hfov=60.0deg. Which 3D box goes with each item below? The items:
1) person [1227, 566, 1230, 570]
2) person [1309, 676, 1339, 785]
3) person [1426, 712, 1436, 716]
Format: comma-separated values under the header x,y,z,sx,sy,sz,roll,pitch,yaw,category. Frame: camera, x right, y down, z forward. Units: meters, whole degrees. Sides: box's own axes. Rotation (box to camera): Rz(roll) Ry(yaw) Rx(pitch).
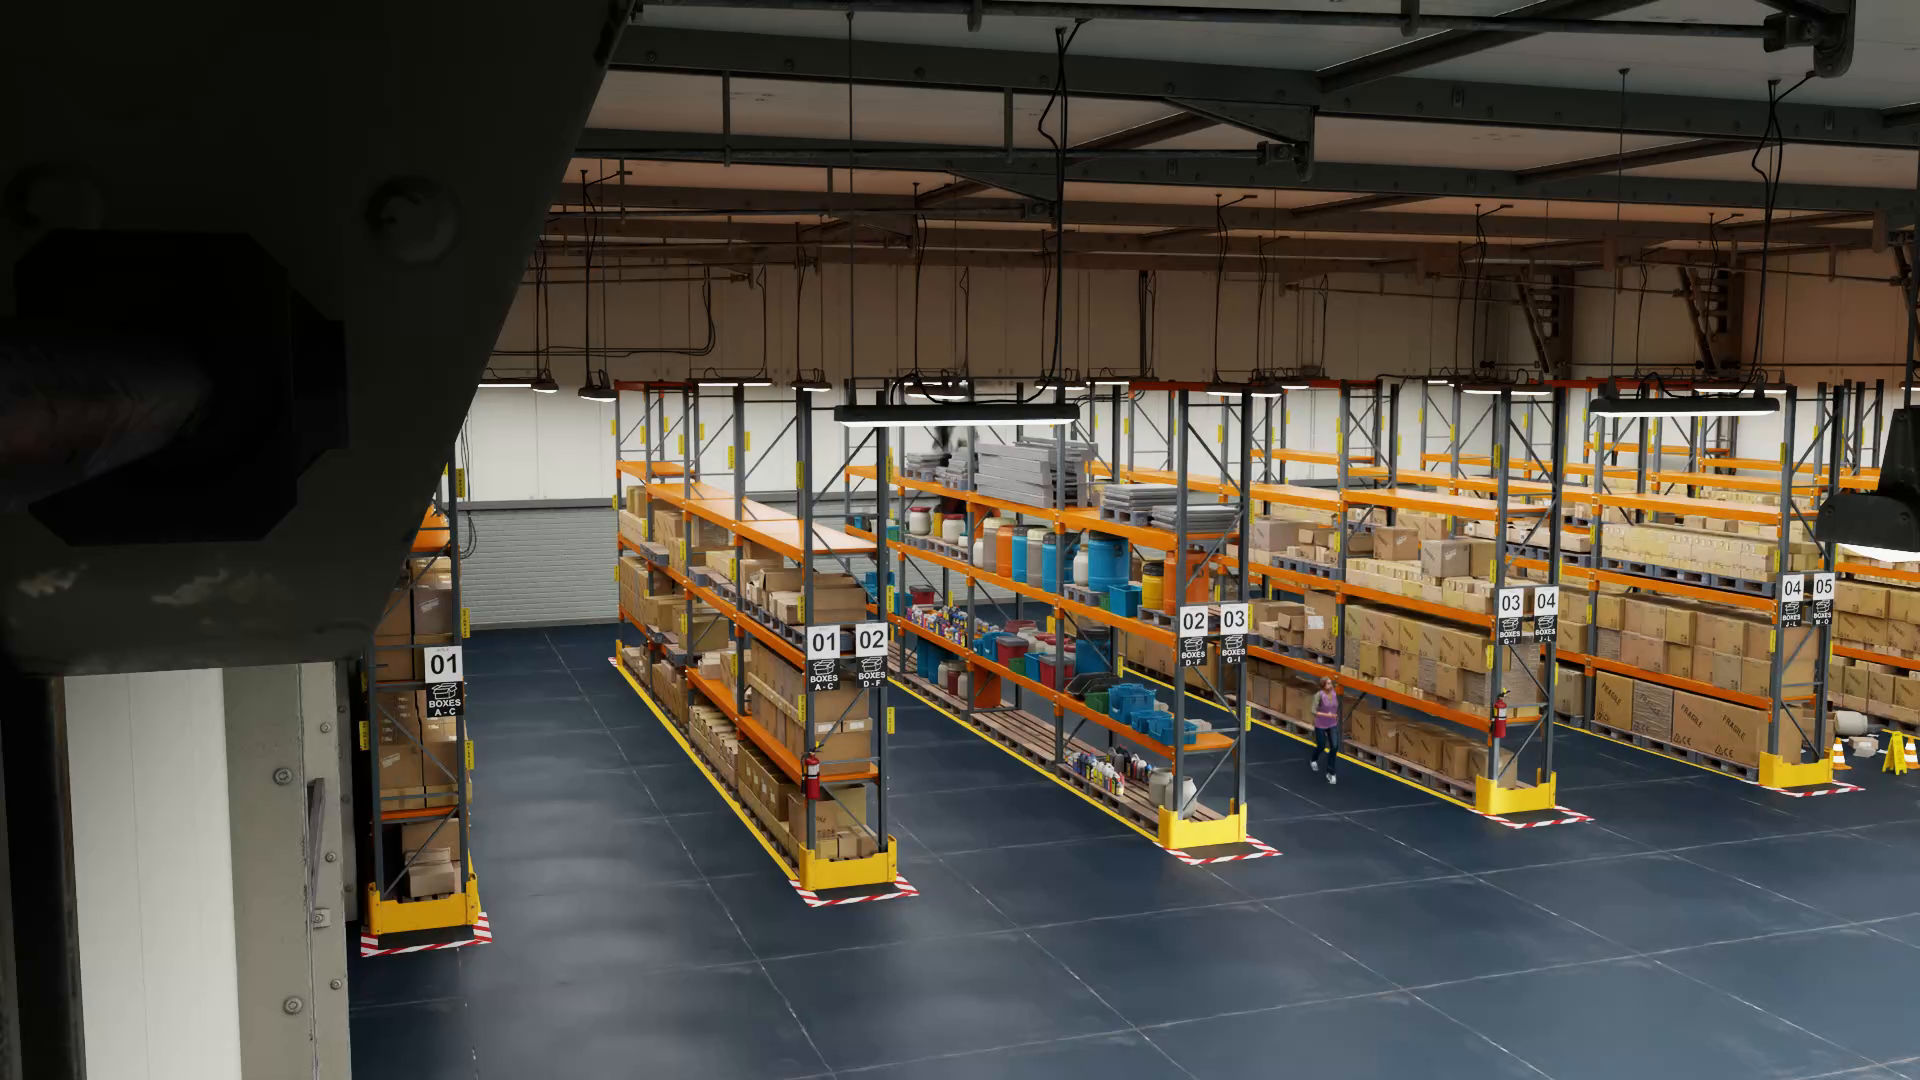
x,y,z,sx,sy,sz,roll,pitch,yaw,category
6.069,1.438,38.265,0.648,1.699,0.941,-1,6,-12,person
5.548,2.876,25.365,0.562,1.656,0.789,-2,6,-18,person
8.402,2.359,30.260,0.621,1.651,0.781,-3,7,-30,person
